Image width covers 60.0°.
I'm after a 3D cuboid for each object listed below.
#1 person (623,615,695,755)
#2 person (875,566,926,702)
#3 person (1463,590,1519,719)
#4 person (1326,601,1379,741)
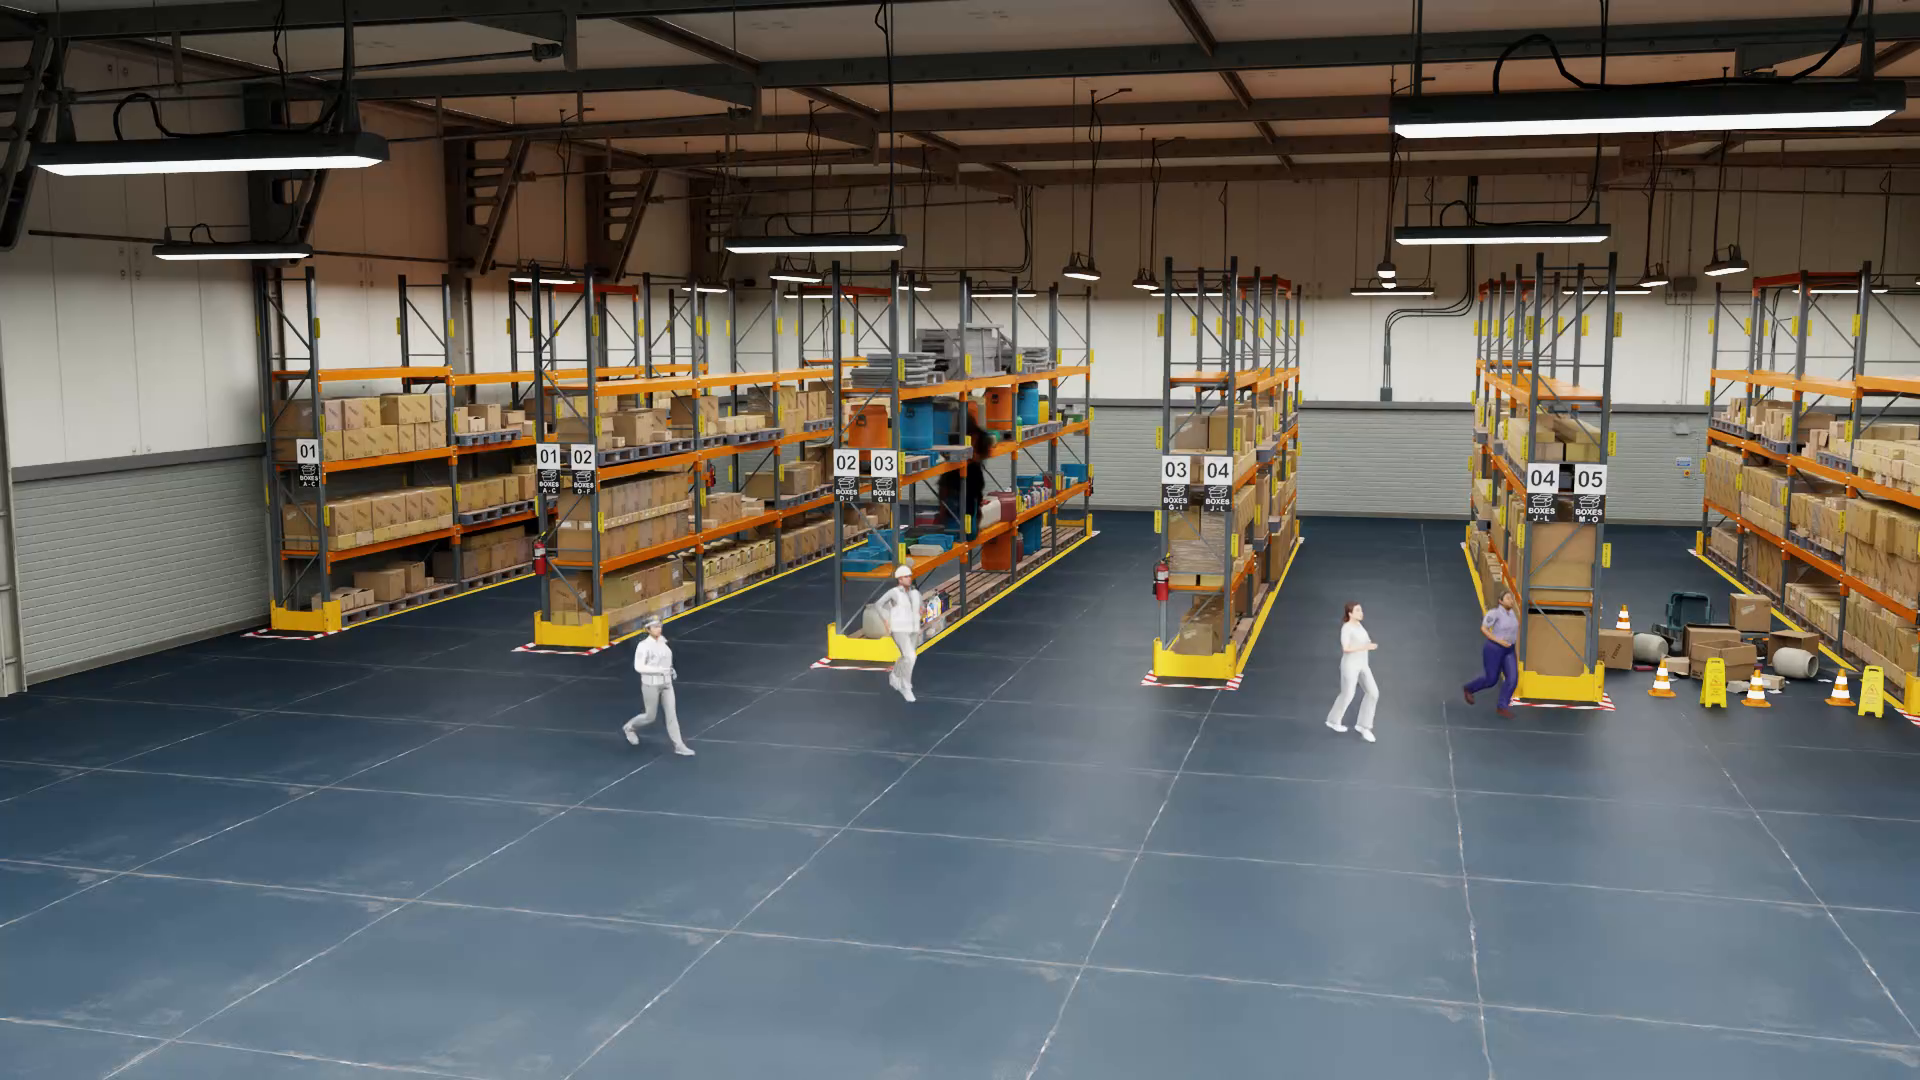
[{"bbox_3d":[-3.521,1.676,19.477,1.046,1.636,0.627,6,9,37],"label":"person"},{"bbox_3d":[-0.755,1.266,22.618,0.630,1.837,0.770,-7,10,-44],"label":"person"},{"bbox_3d":[7.034,1.464,21.745,0.629,1.634,0.787,-4,8,-29],"label":"person"},{"bbox_3d":[4.823,1.598,20.372,0.546,1.723,0.710,-6,10,-41],"label":"person"}]
